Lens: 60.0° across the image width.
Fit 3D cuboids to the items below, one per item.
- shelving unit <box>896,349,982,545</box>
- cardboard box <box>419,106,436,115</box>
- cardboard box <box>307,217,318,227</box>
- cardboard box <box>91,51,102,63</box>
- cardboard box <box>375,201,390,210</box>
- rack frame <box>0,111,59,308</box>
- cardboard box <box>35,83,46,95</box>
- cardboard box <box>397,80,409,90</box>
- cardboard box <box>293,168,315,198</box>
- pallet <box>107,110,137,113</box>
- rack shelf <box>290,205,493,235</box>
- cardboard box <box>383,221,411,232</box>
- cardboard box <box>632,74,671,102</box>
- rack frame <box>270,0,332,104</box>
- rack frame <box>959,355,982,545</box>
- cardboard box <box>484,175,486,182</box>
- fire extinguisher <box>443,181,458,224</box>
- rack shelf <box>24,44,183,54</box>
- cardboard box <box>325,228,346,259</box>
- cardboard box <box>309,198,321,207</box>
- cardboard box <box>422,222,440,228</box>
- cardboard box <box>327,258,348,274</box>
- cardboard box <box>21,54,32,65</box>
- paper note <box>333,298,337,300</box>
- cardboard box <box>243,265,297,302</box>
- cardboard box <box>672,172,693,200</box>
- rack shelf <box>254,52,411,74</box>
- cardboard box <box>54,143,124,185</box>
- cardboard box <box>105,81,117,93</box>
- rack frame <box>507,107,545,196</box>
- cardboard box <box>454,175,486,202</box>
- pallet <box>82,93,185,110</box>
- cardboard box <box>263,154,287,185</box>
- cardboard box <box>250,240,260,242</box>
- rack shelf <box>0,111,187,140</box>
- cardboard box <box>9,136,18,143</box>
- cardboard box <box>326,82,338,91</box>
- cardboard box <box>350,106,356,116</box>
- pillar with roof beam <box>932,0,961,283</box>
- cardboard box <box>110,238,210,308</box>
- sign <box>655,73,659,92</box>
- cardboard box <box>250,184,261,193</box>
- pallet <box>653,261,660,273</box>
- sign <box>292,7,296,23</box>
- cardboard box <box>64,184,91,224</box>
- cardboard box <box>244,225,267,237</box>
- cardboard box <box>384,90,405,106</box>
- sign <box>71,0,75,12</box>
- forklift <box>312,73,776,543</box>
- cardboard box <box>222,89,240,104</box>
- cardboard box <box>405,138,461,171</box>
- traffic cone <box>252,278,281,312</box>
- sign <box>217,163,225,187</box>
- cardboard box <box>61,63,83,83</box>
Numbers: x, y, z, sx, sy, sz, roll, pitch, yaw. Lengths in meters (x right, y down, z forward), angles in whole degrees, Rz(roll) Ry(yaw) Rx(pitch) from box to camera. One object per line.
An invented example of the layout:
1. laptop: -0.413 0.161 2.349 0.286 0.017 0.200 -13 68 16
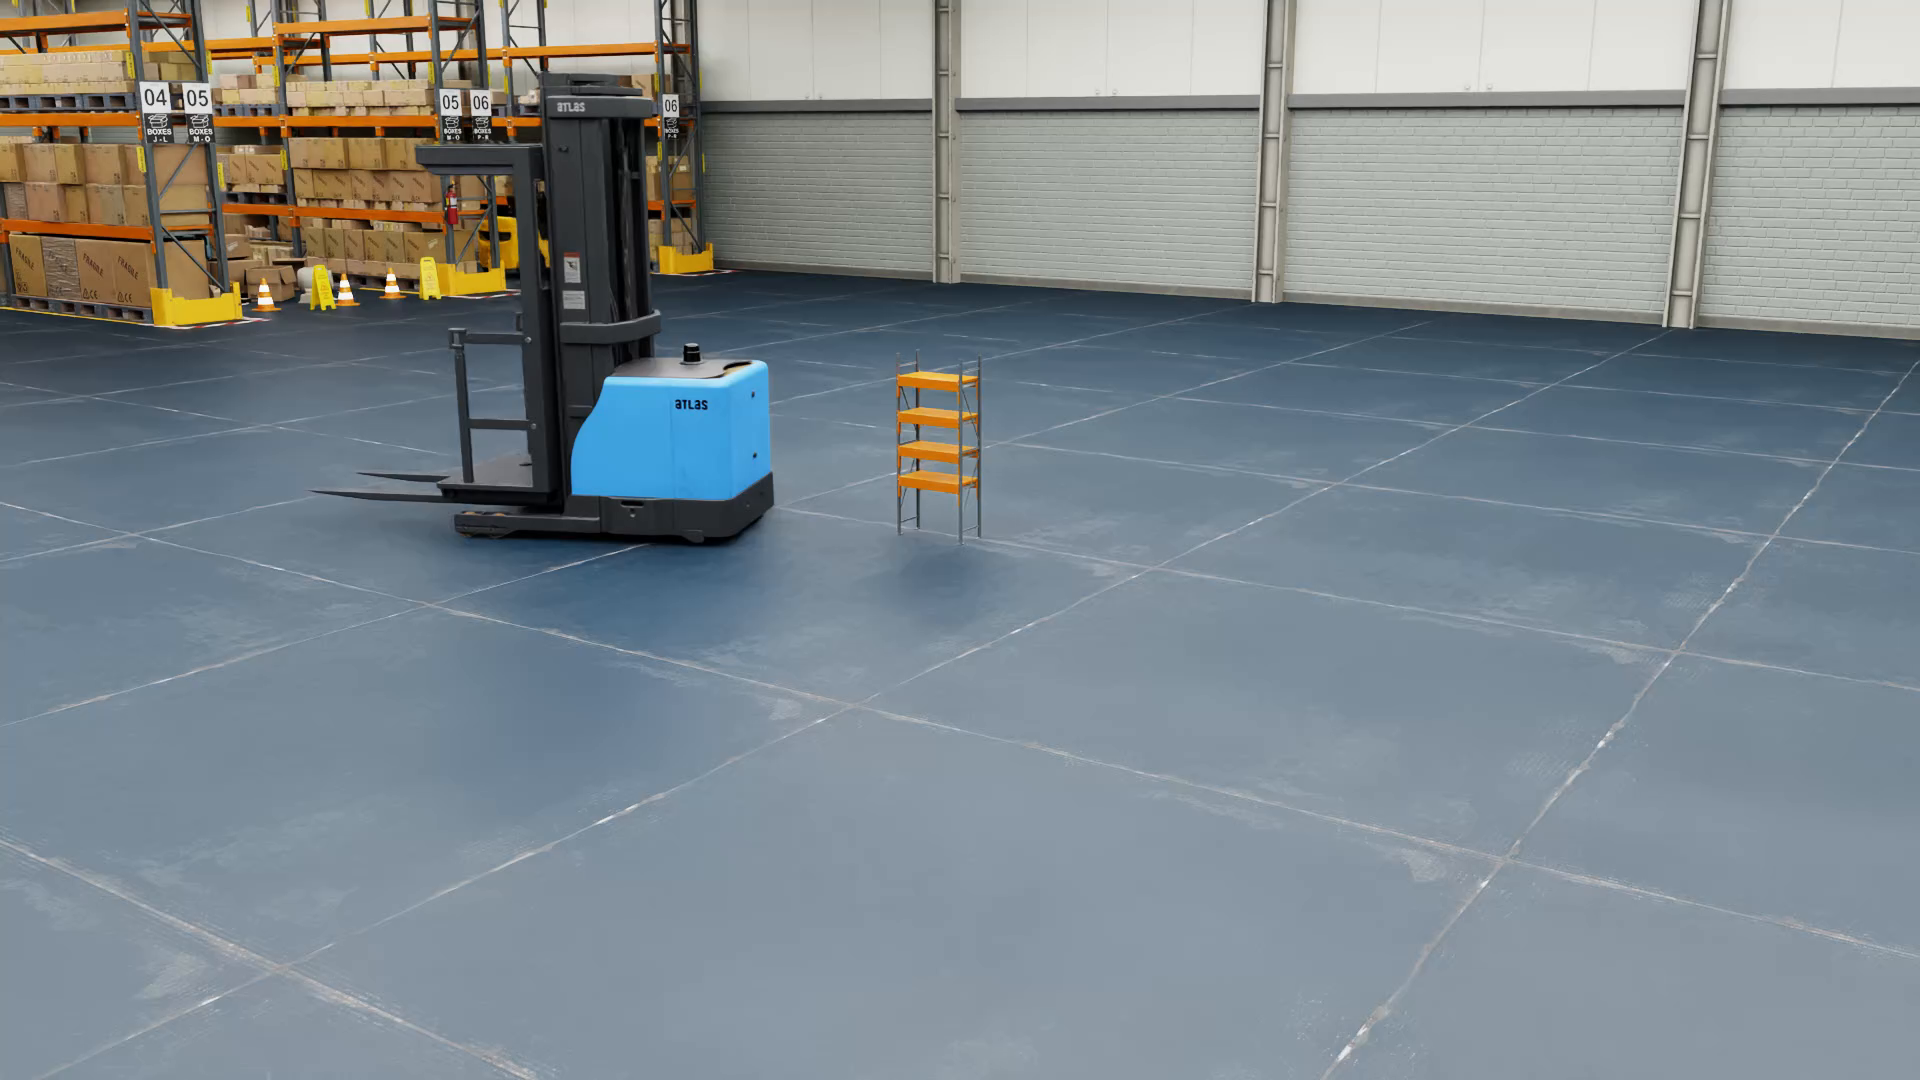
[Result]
1. shelving unit: -0.137 -0.605 10.769 0.503 1.200 0.258 9 17 33
2. cardboard box: -8.348 -6.818 26.403 0.250 0.149 0.380 9 17 33
3. cardboard box: -13.952 -6.835 36.518 0.500 0.500 0.500 9 16 31
4. cardboard box: -11.463 -6.510 22.419 0.250 0.149 0.380 10 17 34
5. cardboard box: -9.426 -5.535 27.462 0.250 0.149 0.380 9 17 32
6. rack frame: -13.894 -5.027 24.890 0.127 3.000 1.000 9 17 33
7. cardboard box: -12.724 -6.327 23.338 0.250 0.149 0.380 9 17 33
8. cardboard box: -8.756 -7.272 26.578 0.250 0.149 0.380 9 16 32
9. cardboard box: -11.006 -6.106 28.421 0.500 0.500 0.500 9 17 33
10. pallet: -15.098 -8.005 31.067 1.003 0.211 1.213 10 17 35
11. rack shelf: -9.556 -5.411 27.935 4.000 0.370 1.077 9 17 33
12. cardboard box: -9.256 -5.165 27.384 0.250 0.149 0.380 10 17 34
13. cardboard box: -5.632 -8.249 30.373 0.500 0.500 0.500 10 17 35
14. rack frame: -11.215 -8.940 28.211 0.127 3.000 1.000 9 17 33
15. rack frame: 0.065 -0.572 10.637 0.015 1.200 0.240 9 17 33
16. cardboard box: -9.429 -7.270 33.223 0.500 0.250 0.500 9 16 31
17. fire extinguisher: -8.059 -5.347 26.341 0.183 0.674 0.296 9 17 33
18. rack shelf: -16.194 -9.201 31.596 4.000 0.370 1.077 9 17 33
19. cardboard box: -10.426 -5.059 28.304 0.500 0.500 0.500 10 17 35
20. cardboard box: -10.894 -5.776 28.438 0.250 0.149 0.380 10 17 34
21. cardboard box: -10.711 -6.433 34.637 0.625 0.625 0.875 10 17 35
22. cardboard box: -10.427 -4.695 28.394 0.500 0.250 0.500 10 17 36
23. cardboard box: -12.935 -6.748 23.380 0.250 0.149 0.380 9 17 33
24. paper note: -9.792 -3.780 26.030 0.142 0.019 0.148 3 14 14
25. cardboard box: -10.767 -4.011 25.977 0.637 0.503 0.797 -1 14 -6
26. cardboard box: -5.385 -6.652 31.245 0.500 0.500 0.500 10 17 35
27. rack shelf: -13.427 -10.192 35.596 4.000 0.370 1.077 9 17 33
28. cardboard box: -12.270 -5.348 23.626 0.500 0.550 0.875 9 17 33
29. cardboard box: -11.249 -6.088 22.375 0.250 0.149 0.380 9 17 33
30. rack frame: -8.448 -7.018 32.932 0.127 3.000 1.000 9 17 33
31. cardboard box: -8.135 -5.803 27.197 0.500 0.500 0.500 9 16 32
32. pallet: -11.196 -6.001 22.767 1.213 0.211 1.003 9 17 33
33. cardboard box: -11.727 -6.441 28.899 0.500 0.500 0.500 9 16 32
34. cardboard box: -13.454 -5.318 30.657 0.625 0.372 0.950 9 16 32
35. rack shelf: -12.235 -5.866 23.532 4.000 0.370 1.077 9 17 33
36. cardboard box: -18.867 -8.050 33.462 0.250 0.149 0.380 9 17 32
37. cardboard box: -10.253 -7.512 27.547 0.250 0.149 0.380 9 16 31
38. cardboard box: -9.812 -7.064 27.398 0.250 0.149 0.380 9 17 33
39. pillar with roof beam: -2.628 -8.004 24.429 0.400 9.000 9.100 9 17 33
40. cardboard box: -11.175 -3.741 23.242 0.875 0.875 0.875 9 17 33
41. sign: -5.444 -8.223 29.878 0.005 0.325 0.100 9 17 33
42. cardboard box: -12.239 -6.190 29.236 0.250 0.149 0.380 9 16 32
43. pallet: -5.787 -5.222 31.480 1.213 0.211 1.003 9 17 33
44. sign: -14.782 -11.645 36.864 0.005 0.325 0.100 9 17 33
45. cardboard box: -12.234 -4.837 23.808 0.500 0.550 0.875 9 17 33
46. cardboard box: -16.009 -7.032 37.803 0.258 0.266 0.396 10 17 35
47. cardboard box: -8.881 -7.104 26.731 0.500 0.250 0.500 9 16 32
48. sign: -17.561 -10.615 32.867 0.005 0.325 0.100 9 17 33
49. forklift: -2.837 -1.554 11.000 3.031 2.935 1.130 2 14 10
50. cardboard box: -12.620 -7.802 29.294 0.500 0.250 0.500 9 17 34
51. cardboard box: -8.442 -6.195 26.698 0.500 0.500 0.700 9 16 31
52. traffic cone: -10.223 -3.614 24.459 0.334 0.463 0.336 9 17 33
53. sign: -10.260 -5.060 23.053 0.005 0.325 0.100 9 17 33
54. cardboard box: -11.968 -6.416 22.867 0.500 0.250 0.500 9 17 32
